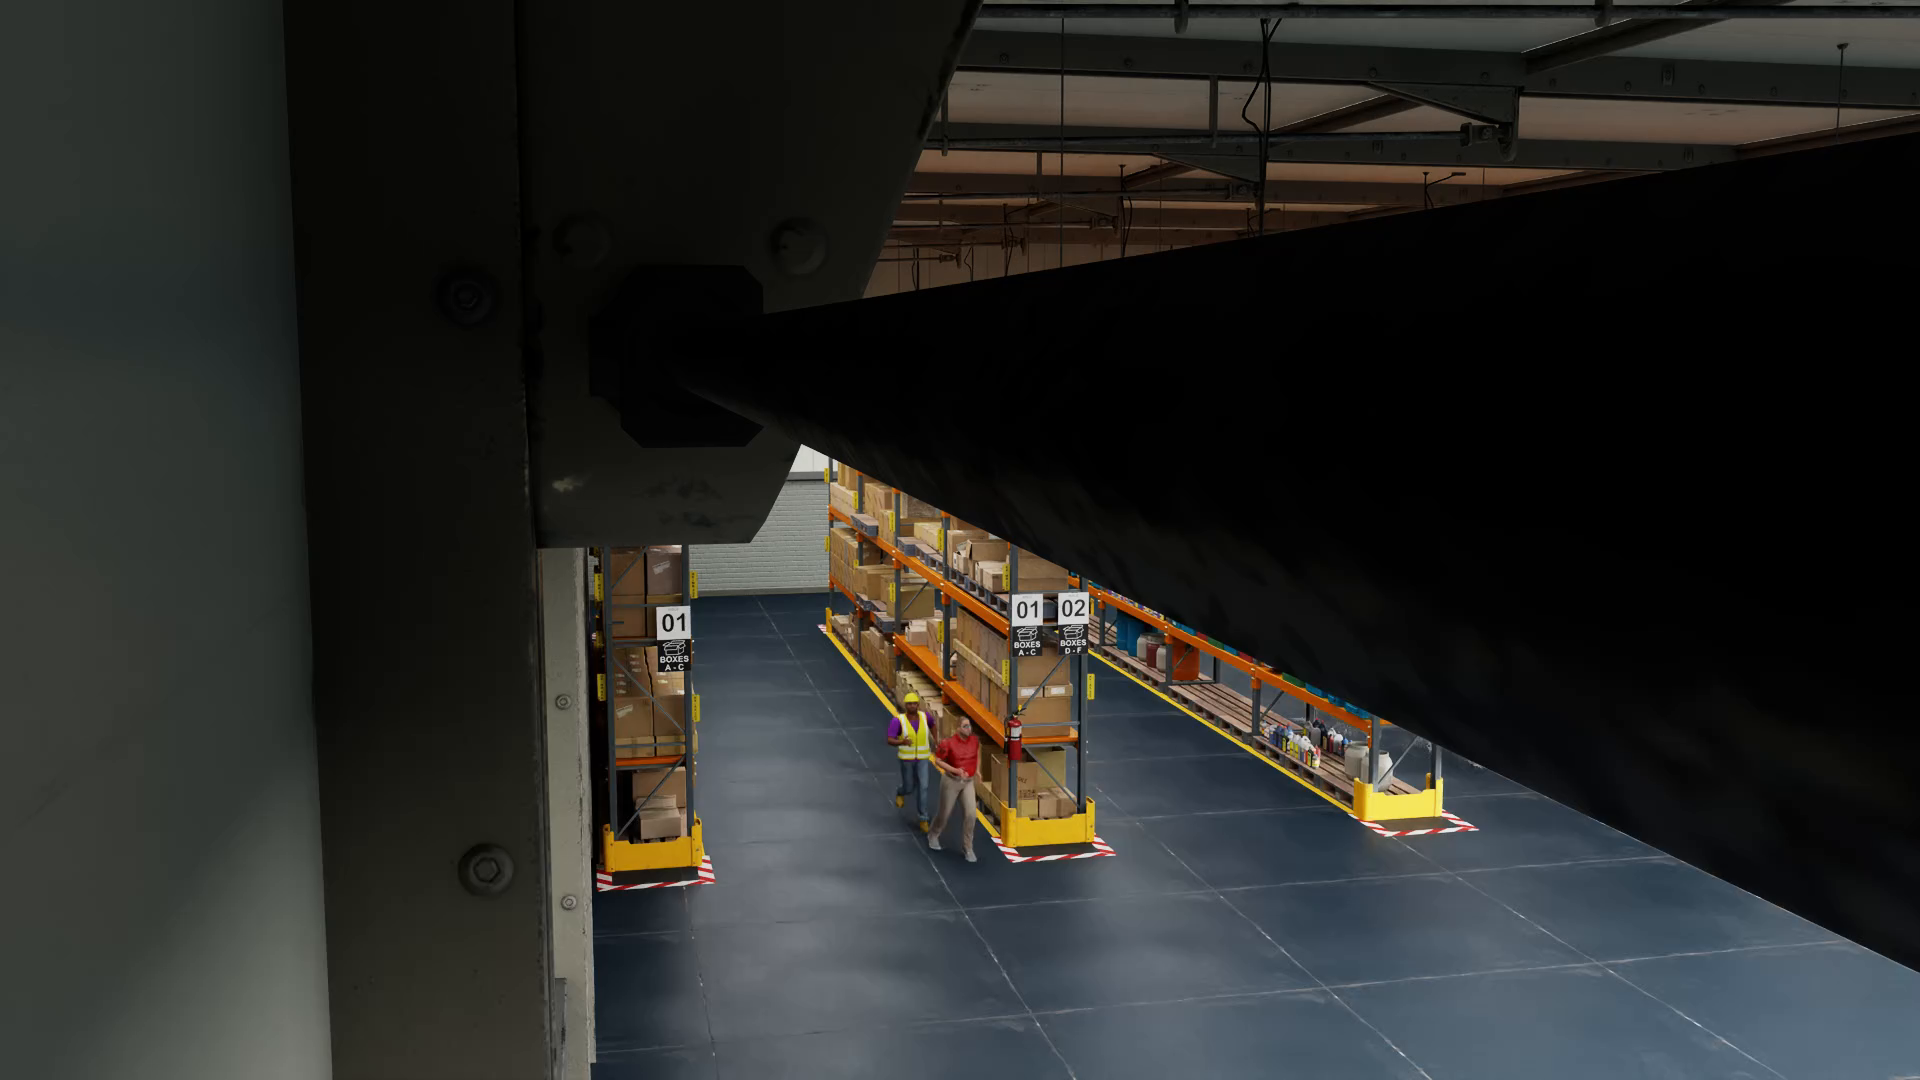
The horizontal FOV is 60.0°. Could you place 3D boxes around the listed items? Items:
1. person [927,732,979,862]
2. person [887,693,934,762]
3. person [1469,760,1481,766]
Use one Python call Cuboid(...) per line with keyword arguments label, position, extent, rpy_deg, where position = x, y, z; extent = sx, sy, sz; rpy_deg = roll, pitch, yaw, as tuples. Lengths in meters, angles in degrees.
Cuboid(label="person", position=(-0.012, 3.158, 20.607), extent=(0.667, 1.608, 0.803), rpy_deg=(-4, 8, -27))
Cuboid(label="person", position=(-0.635, 2.437, 21.824), extent=(0.667, 0.887, 0.459), rpy_deg=(-1, 7, -12))
Cuboid(label="person", position=(7.832, 2.595, 24.528), extent=(0.589, 1.653, 0.797), rpy_deg=(-4, 8, -33))
